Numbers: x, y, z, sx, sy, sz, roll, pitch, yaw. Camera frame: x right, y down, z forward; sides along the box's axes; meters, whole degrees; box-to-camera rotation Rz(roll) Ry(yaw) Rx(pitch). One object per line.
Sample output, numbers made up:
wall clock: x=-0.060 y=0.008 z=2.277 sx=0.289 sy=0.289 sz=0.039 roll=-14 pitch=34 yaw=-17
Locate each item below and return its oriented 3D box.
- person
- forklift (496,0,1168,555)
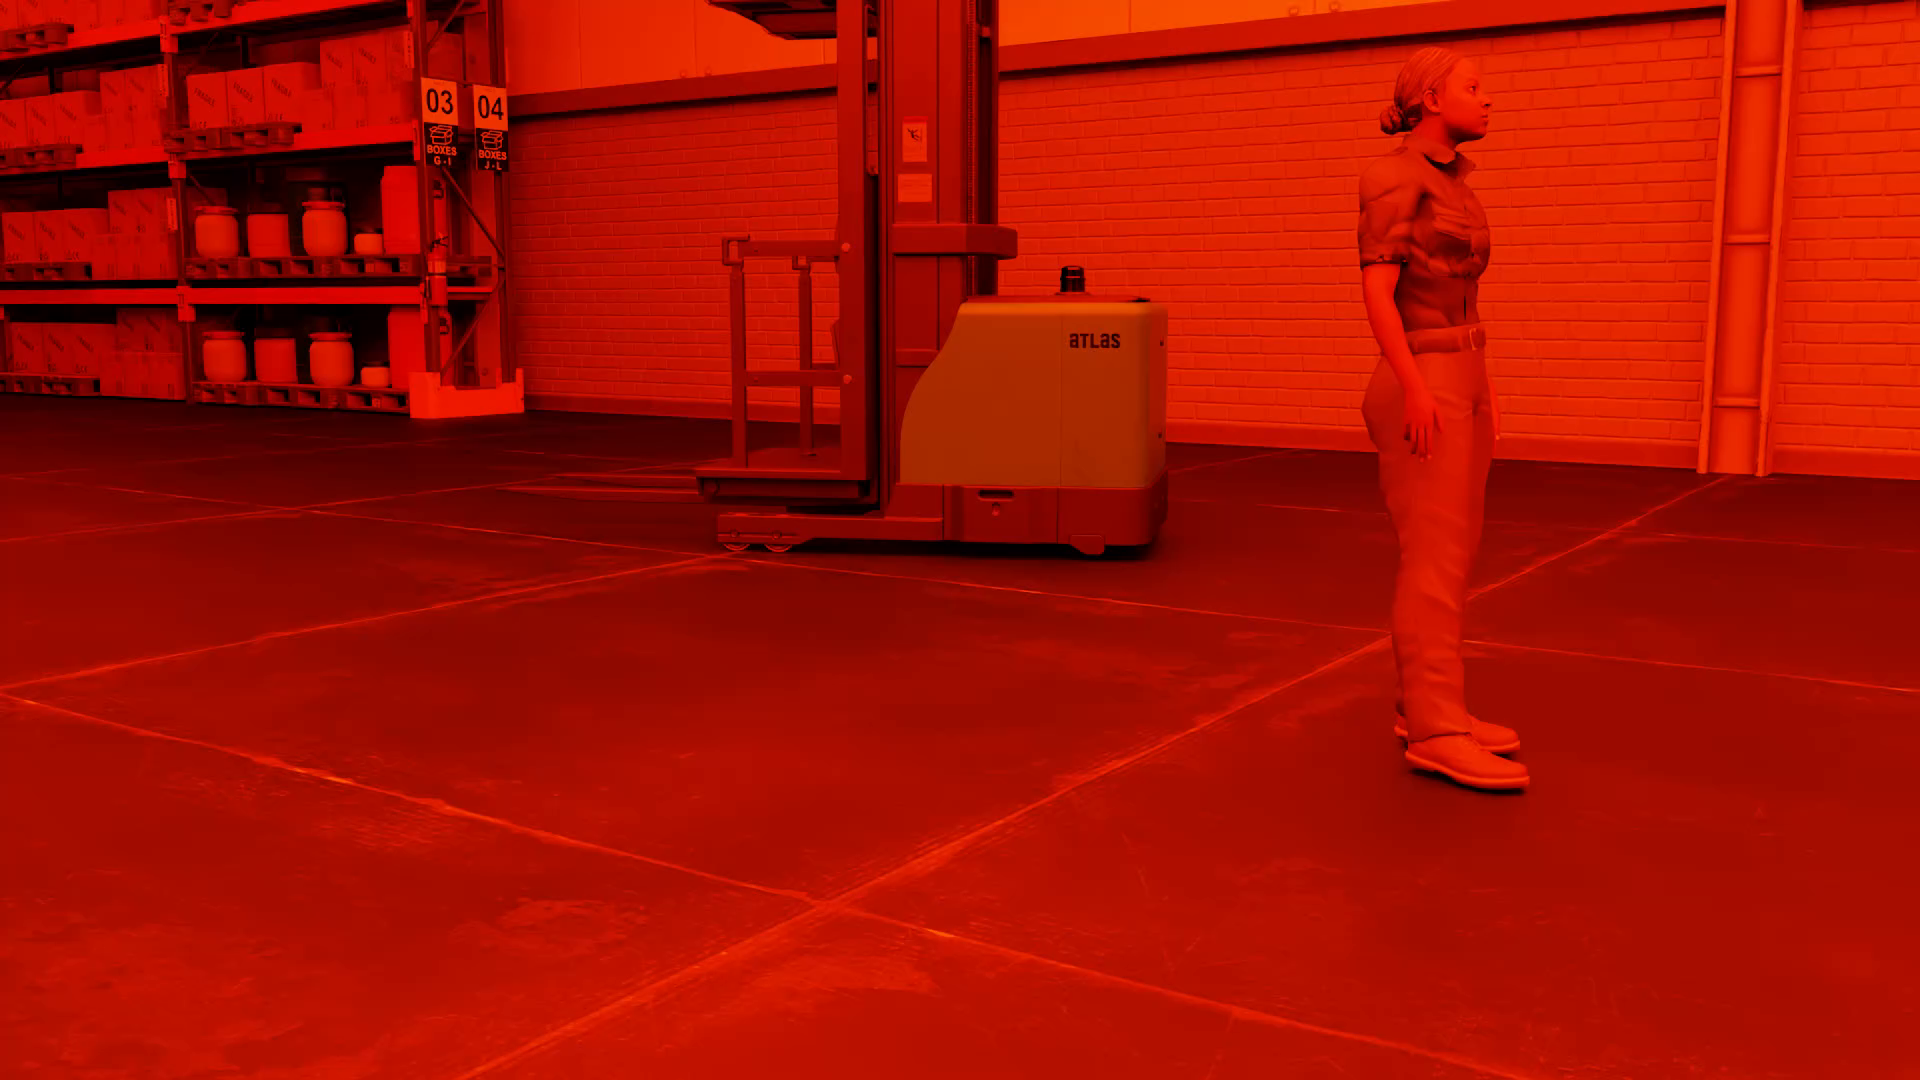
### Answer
person: x=1.180 y=-0.313 z=3.876 sx=0.504 sy=1.654 sz=0.569 roll=6 pitch=10 yaw=35
forklift: x=-0.596 y=-1.469 z=7.520 sx=3.031 sy=2.935 sz=1.130 roll=2 pitch=8 yaw=12
